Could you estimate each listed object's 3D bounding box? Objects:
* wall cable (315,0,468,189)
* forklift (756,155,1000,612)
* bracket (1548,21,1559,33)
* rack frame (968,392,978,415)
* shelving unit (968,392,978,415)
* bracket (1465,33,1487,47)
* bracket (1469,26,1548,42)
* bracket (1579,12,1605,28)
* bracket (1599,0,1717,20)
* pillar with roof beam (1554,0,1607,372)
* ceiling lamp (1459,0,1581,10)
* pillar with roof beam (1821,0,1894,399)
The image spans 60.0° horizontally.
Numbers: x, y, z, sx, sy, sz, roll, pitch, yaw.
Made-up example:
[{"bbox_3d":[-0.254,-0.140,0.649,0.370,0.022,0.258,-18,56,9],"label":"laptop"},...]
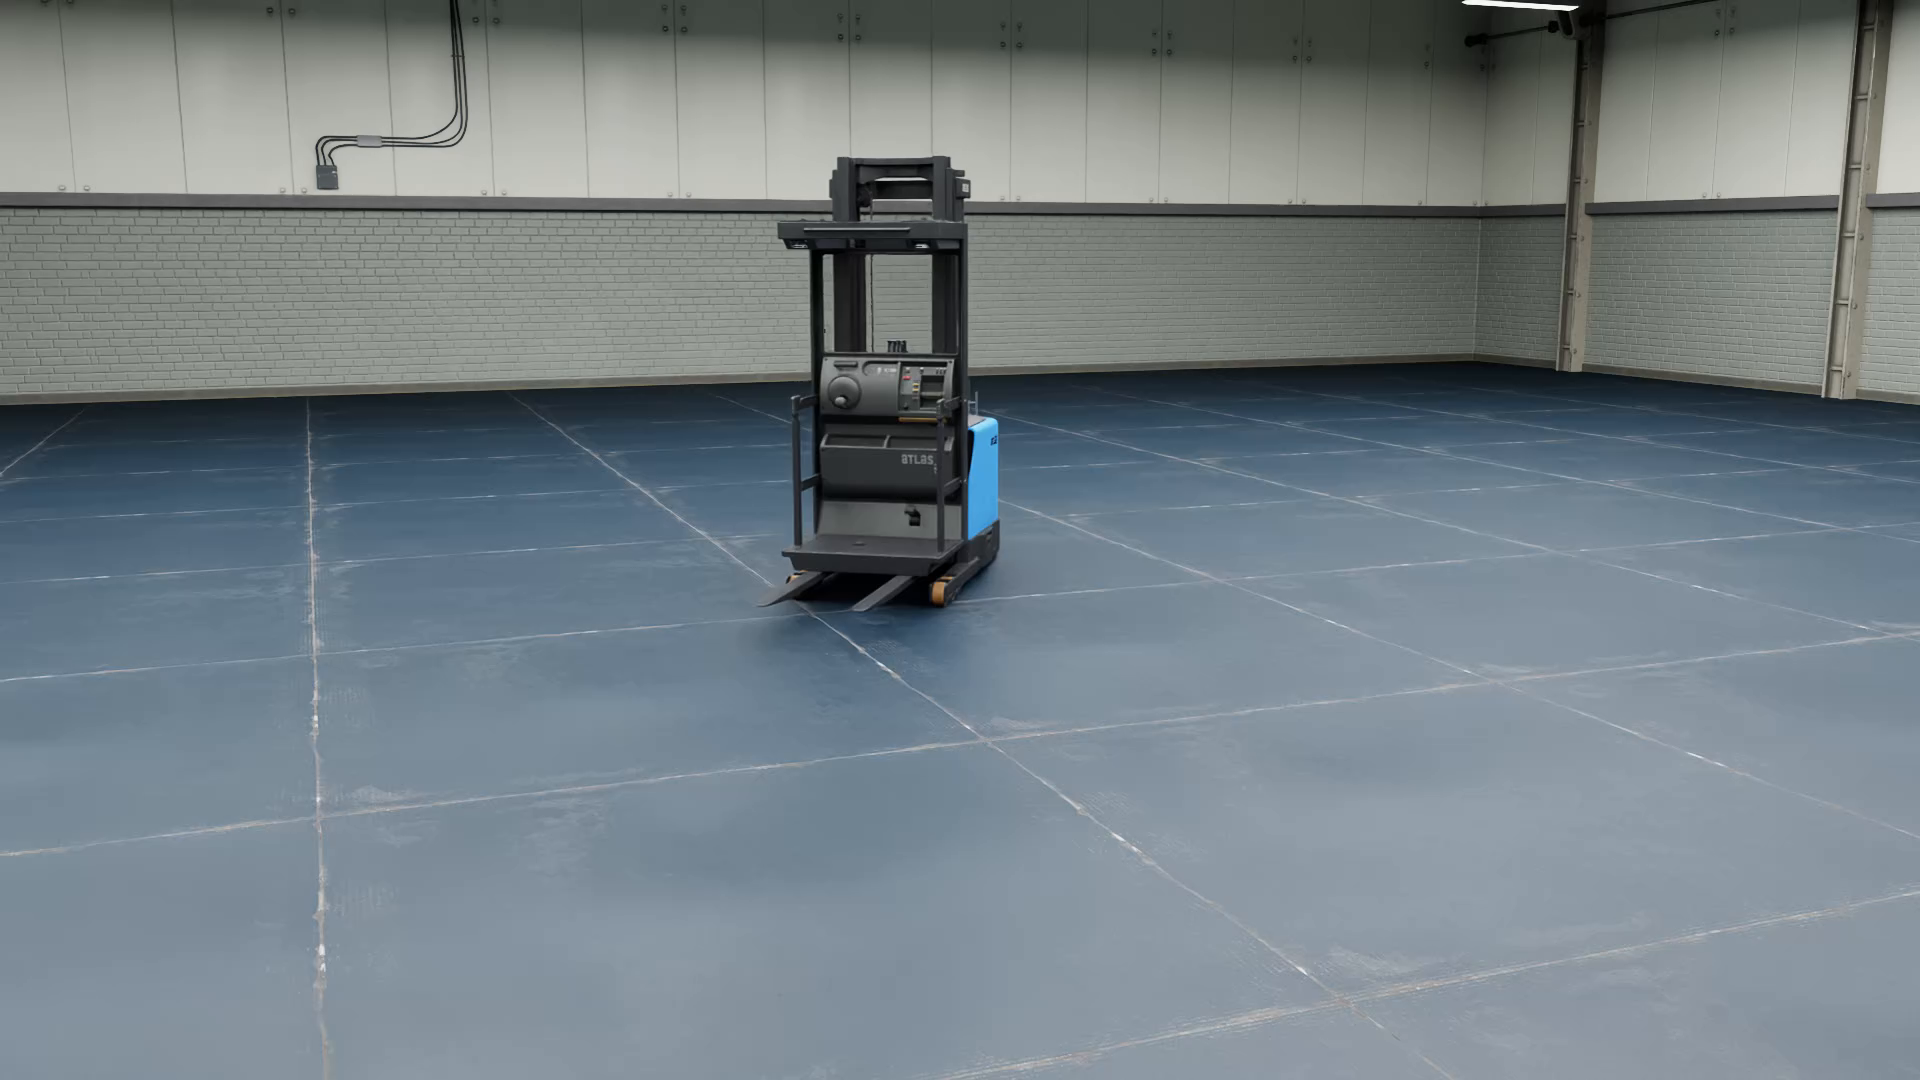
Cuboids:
[{"bbox_3d":[-8.853,-8.460,25.575,2.305,6.003,0.169,-4,11,-21],"label":"wall cable"},{"bbox_3d":[-0.544,-1.078,11.110,1.130,2.935,3.031,2,10,13],"label":"forklift"},{"bbox_3d":[11.005,-9.437,30.502,0.235,0.232,0.430,-4,11,-21],"label":"bracket"},{"bbox_3d":[0.028,-0.578,13.244,0.240,1.200,0.006,-4,11,-21],"label":"rack frame"},{"bbox_3d":[-0.005,-0.593,13.328,0.258,1.200,0.189,-4,11,-21],"label":"shelving unit"},{"bbox_3d":[10.147,-9.824,32.677,0.235,0.232,0.430,-4,11,-21],"label":"bracket"},{"bbox_3d":[10.361,-9.728,32.135,0.076,0.066,3.189,-4,11,-21],"label":"bracket"},{"bbox_3d":[11.306,-9.302,29.741,0.235,0.232,0.430,-4,11,-21],"label":"bracket"},{"bbox_3d":[12.240,-8.881,27.377,0.076,0.066,4.783,-4,11,-21],"label":"bracket"},{"bbox_3d":[7.474,-7.347,29.028,9.100,9.000,0.548,-4,11,-21],"label":"pillar with roof beam"},{"bbox_3d":[8.264,-9.548,24.737,2.000,3.185,0.800,-4,11,-21],"label":"ceiling lamp"},{"bbox_3d":[9.649,-6.368,23.522,9.100,9.000,0.400,-4,11,-21],"label":"pillar with roof beam"}]
